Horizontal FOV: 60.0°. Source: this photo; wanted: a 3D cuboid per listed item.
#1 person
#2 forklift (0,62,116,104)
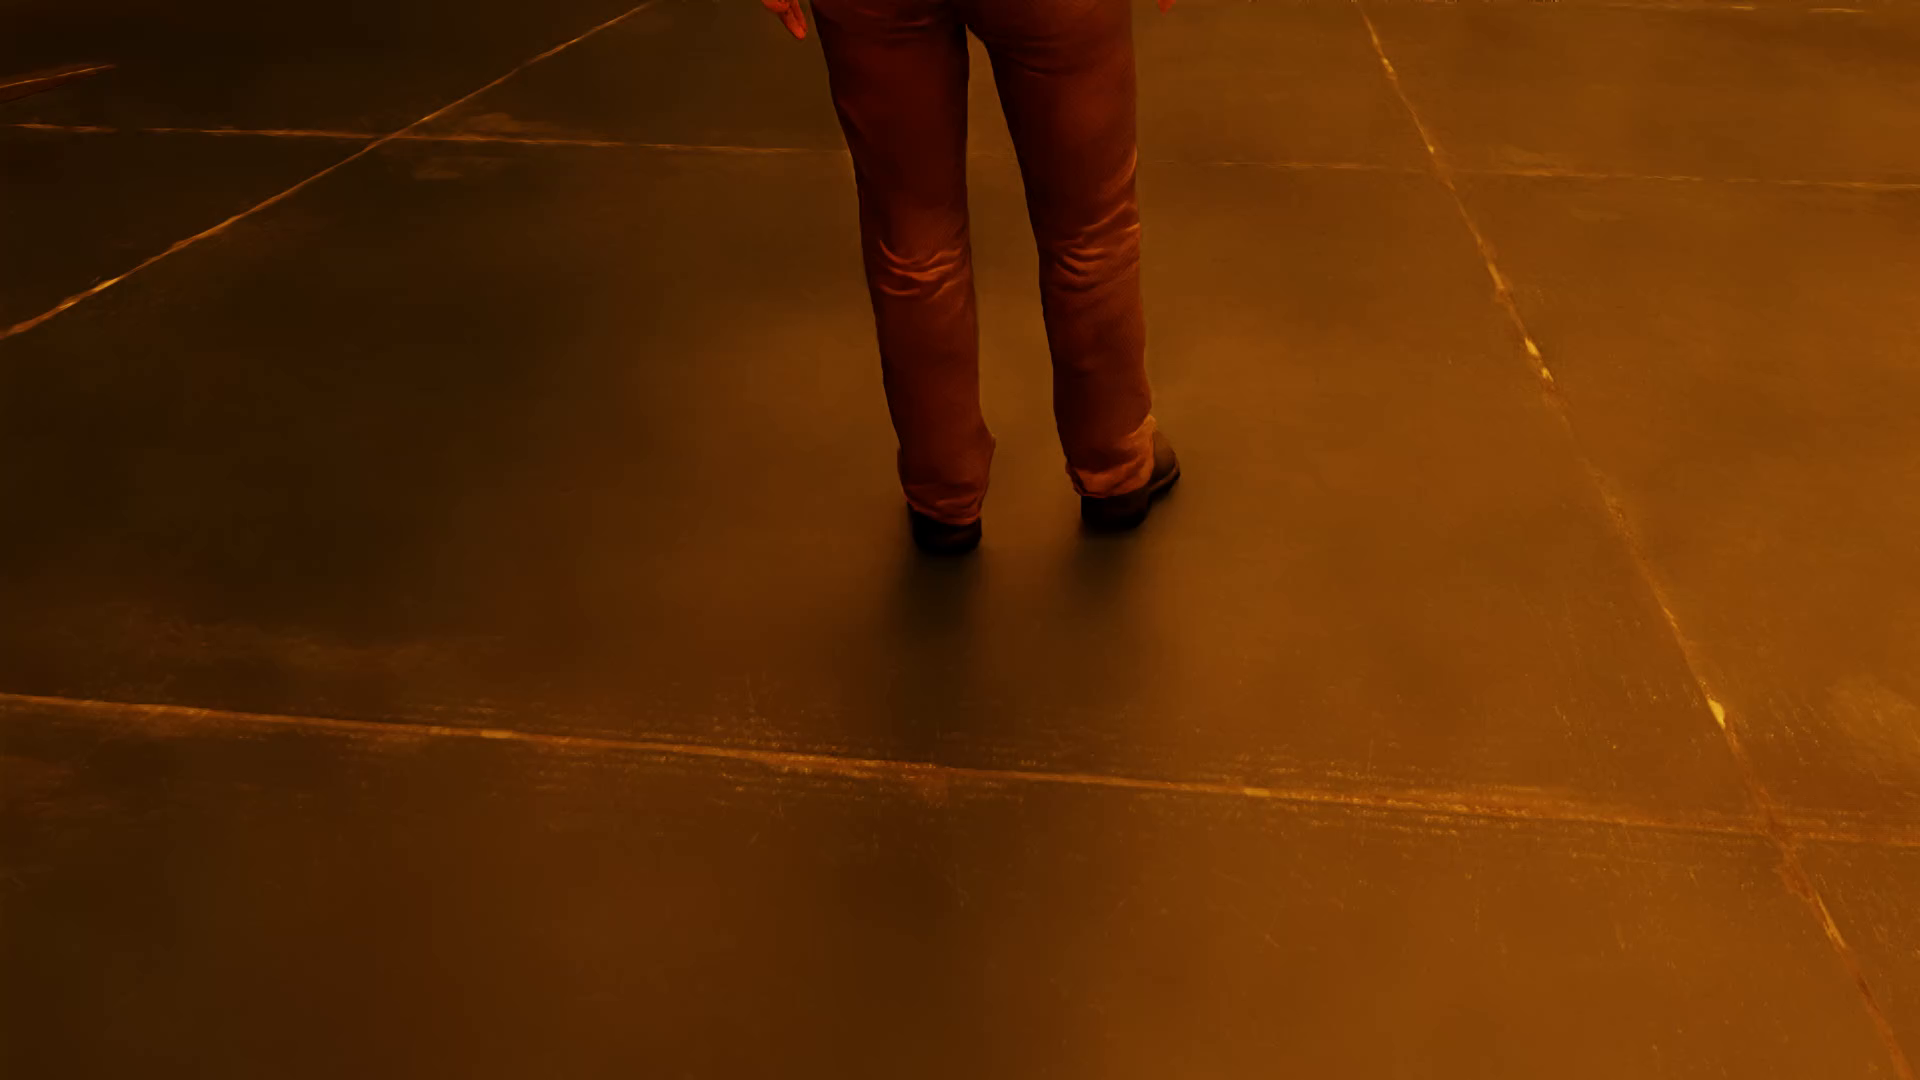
[{"bbox_3d":[0.016,-0.804,2.167,0.632,1.720,0.567,3,27,7],"label":"person"},{"bbox_3d":[-3.369,-1.919,3.063,1.130,2.935,3.031,13,29,24],"label":"forklift"}]
